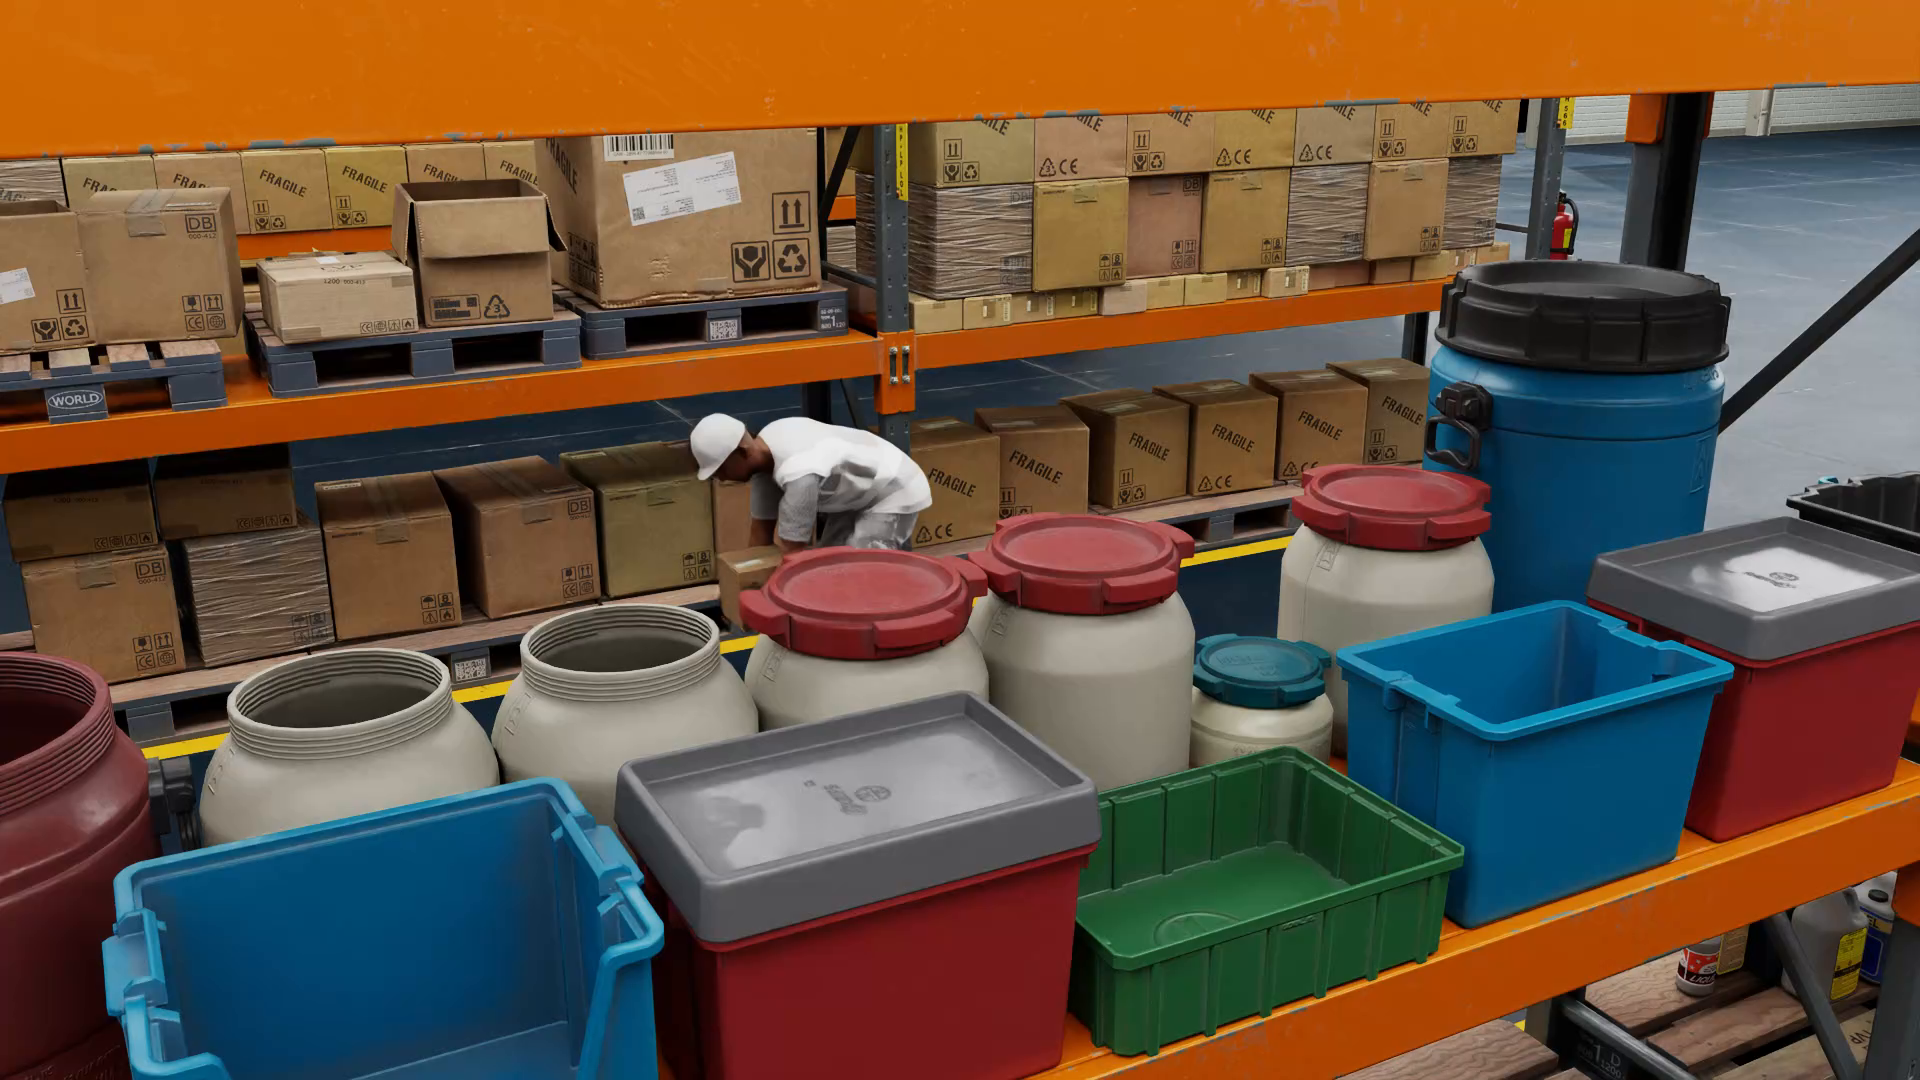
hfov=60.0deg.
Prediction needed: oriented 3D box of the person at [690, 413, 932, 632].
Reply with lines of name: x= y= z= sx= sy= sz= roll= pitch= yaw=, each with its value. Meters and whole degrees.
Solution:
person: x=-0.581 y=0.079 z=6.609 sx=0.946 sy=1.264 sz=0.513 roll=-8 pitch=20 yaw=-22
